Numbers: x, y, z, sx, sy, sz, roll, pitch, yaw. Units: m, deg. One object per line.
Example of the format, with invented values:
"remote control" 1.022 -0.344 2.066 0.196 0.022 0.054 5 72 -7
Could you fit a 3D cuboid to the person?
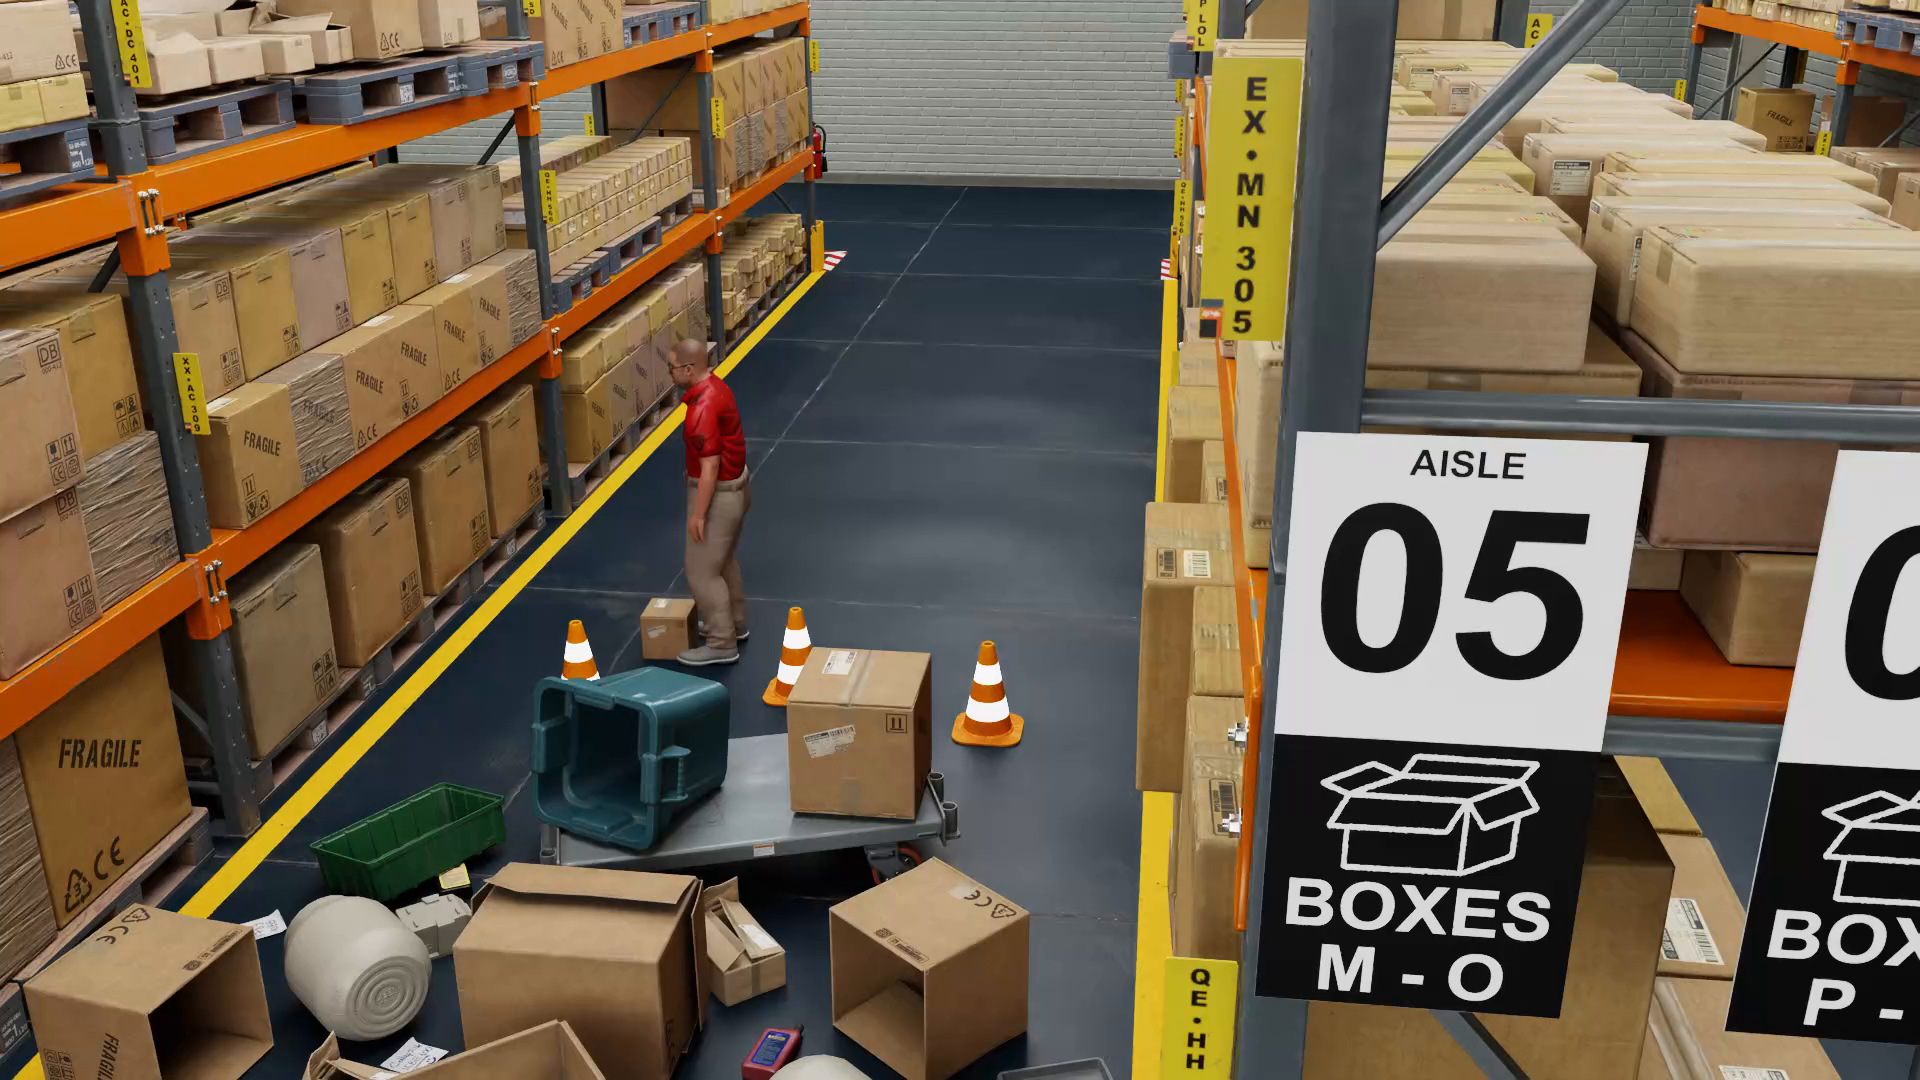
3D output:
"person" -1.297 -0.205 8.636 0.393 1.725 0.594 1 21 4
